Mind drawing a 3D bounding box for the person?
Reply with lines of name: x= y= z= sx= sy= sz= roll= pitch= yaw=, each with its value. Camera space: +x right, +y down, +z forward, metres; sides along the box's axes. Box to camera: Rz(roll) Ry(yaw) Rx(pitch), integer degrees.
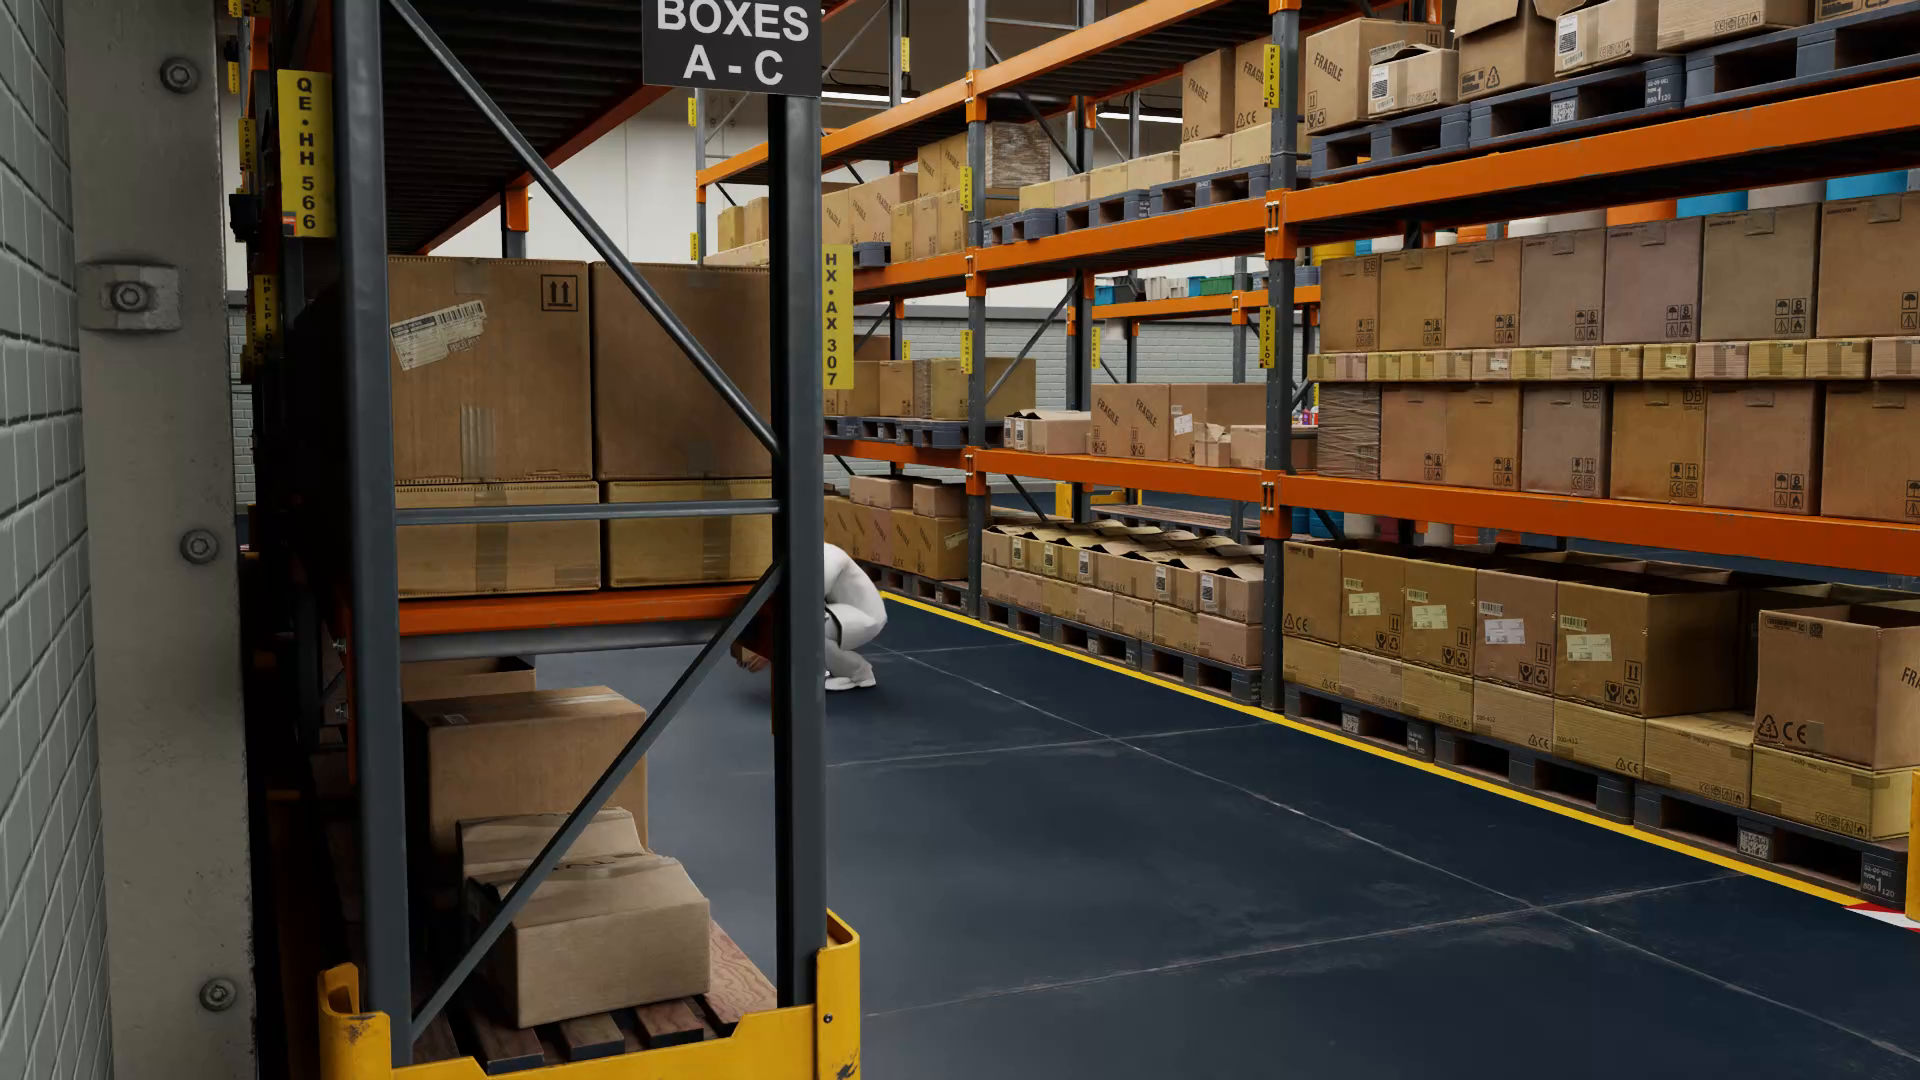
person: x=-0.862 y=0.391 z=9.826 sx=0.900 sy=0.981 sz=0.597 roll=-2 pitch=6 yaw=-24
